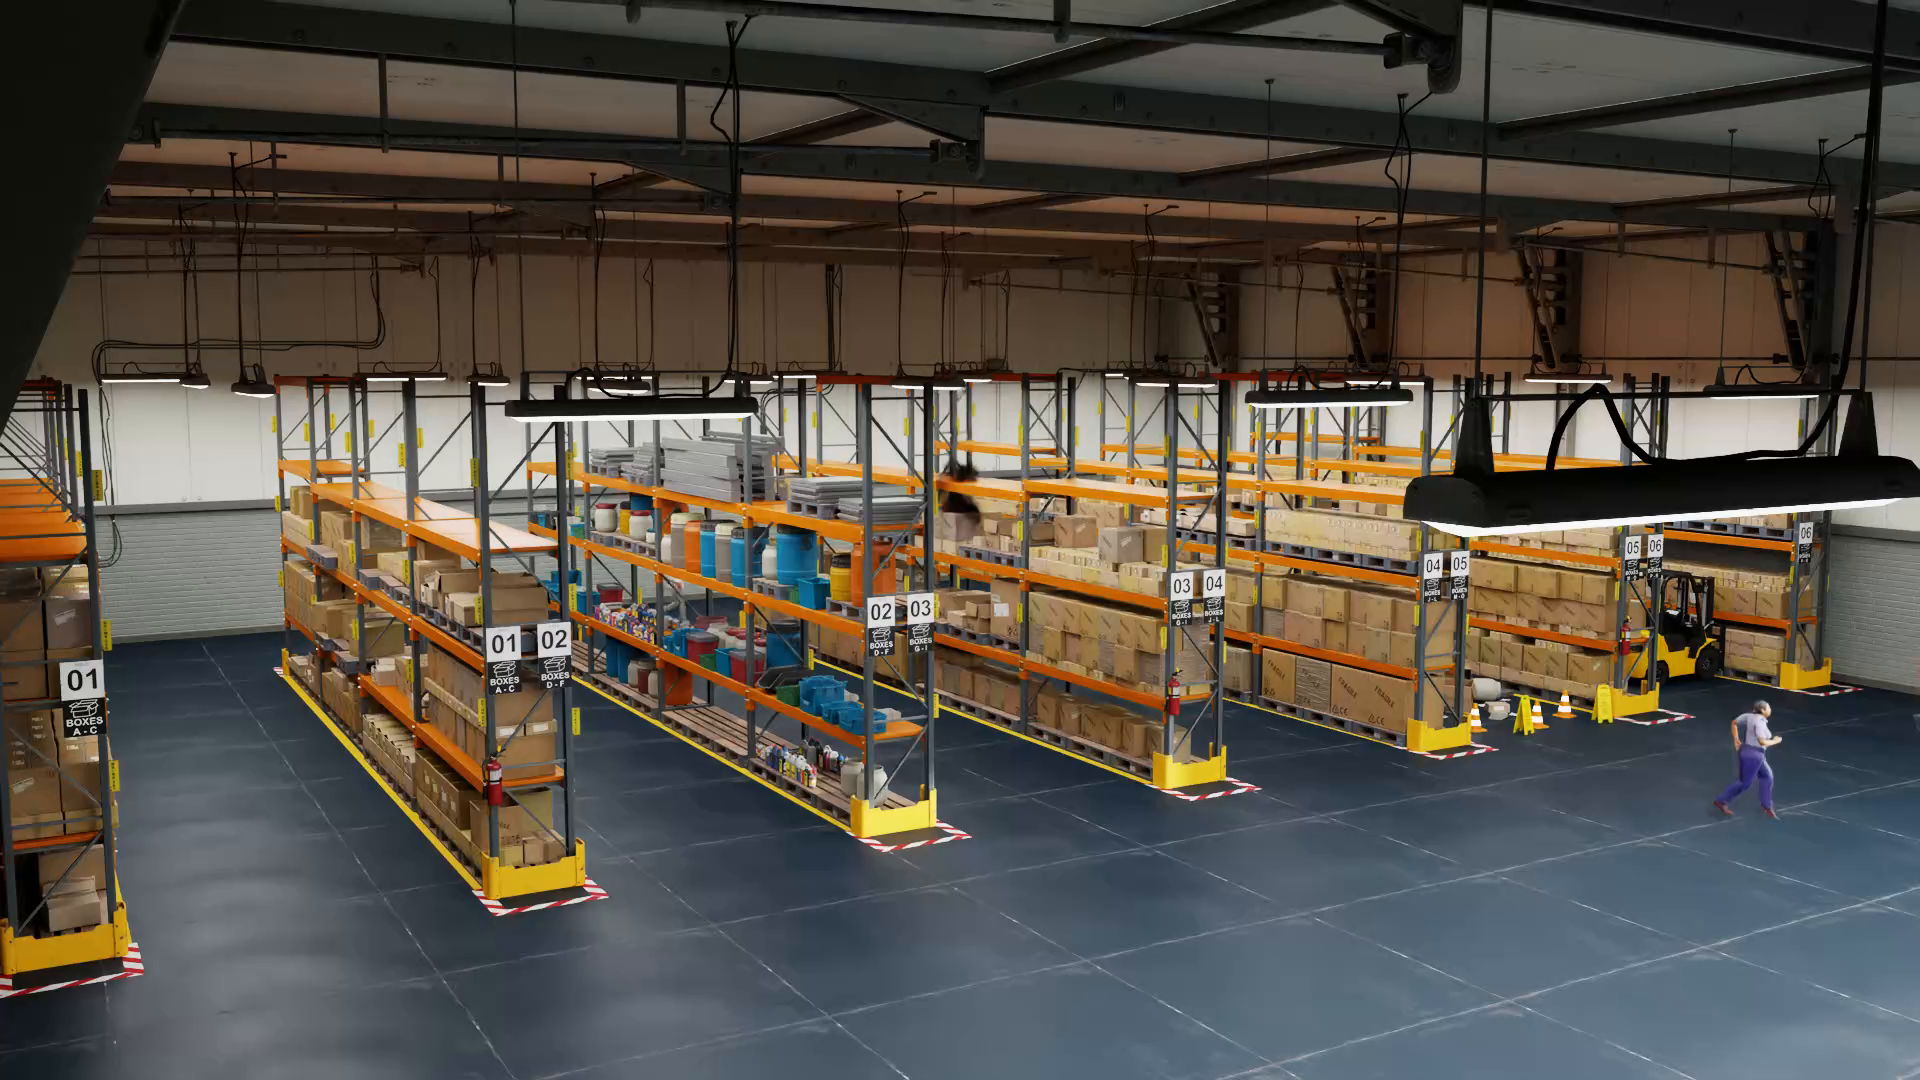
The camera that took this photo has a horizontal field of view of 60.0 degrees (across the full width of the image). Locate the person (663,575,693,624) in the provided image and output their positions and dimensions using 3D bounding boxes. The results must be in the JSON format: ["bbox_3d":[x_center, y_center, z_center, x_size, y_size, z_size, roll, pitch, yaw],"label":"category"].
[{"bbox_3d":[-6.779,1.128,39.571,0.803,1.775,0.665,-1,6,-6],"label":"person"}]

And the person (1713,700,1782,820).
[{"bbox_3d":[10.846,3.029,22.880,0.877,1.694,0.627,1,6,10],"label":"person"}]
